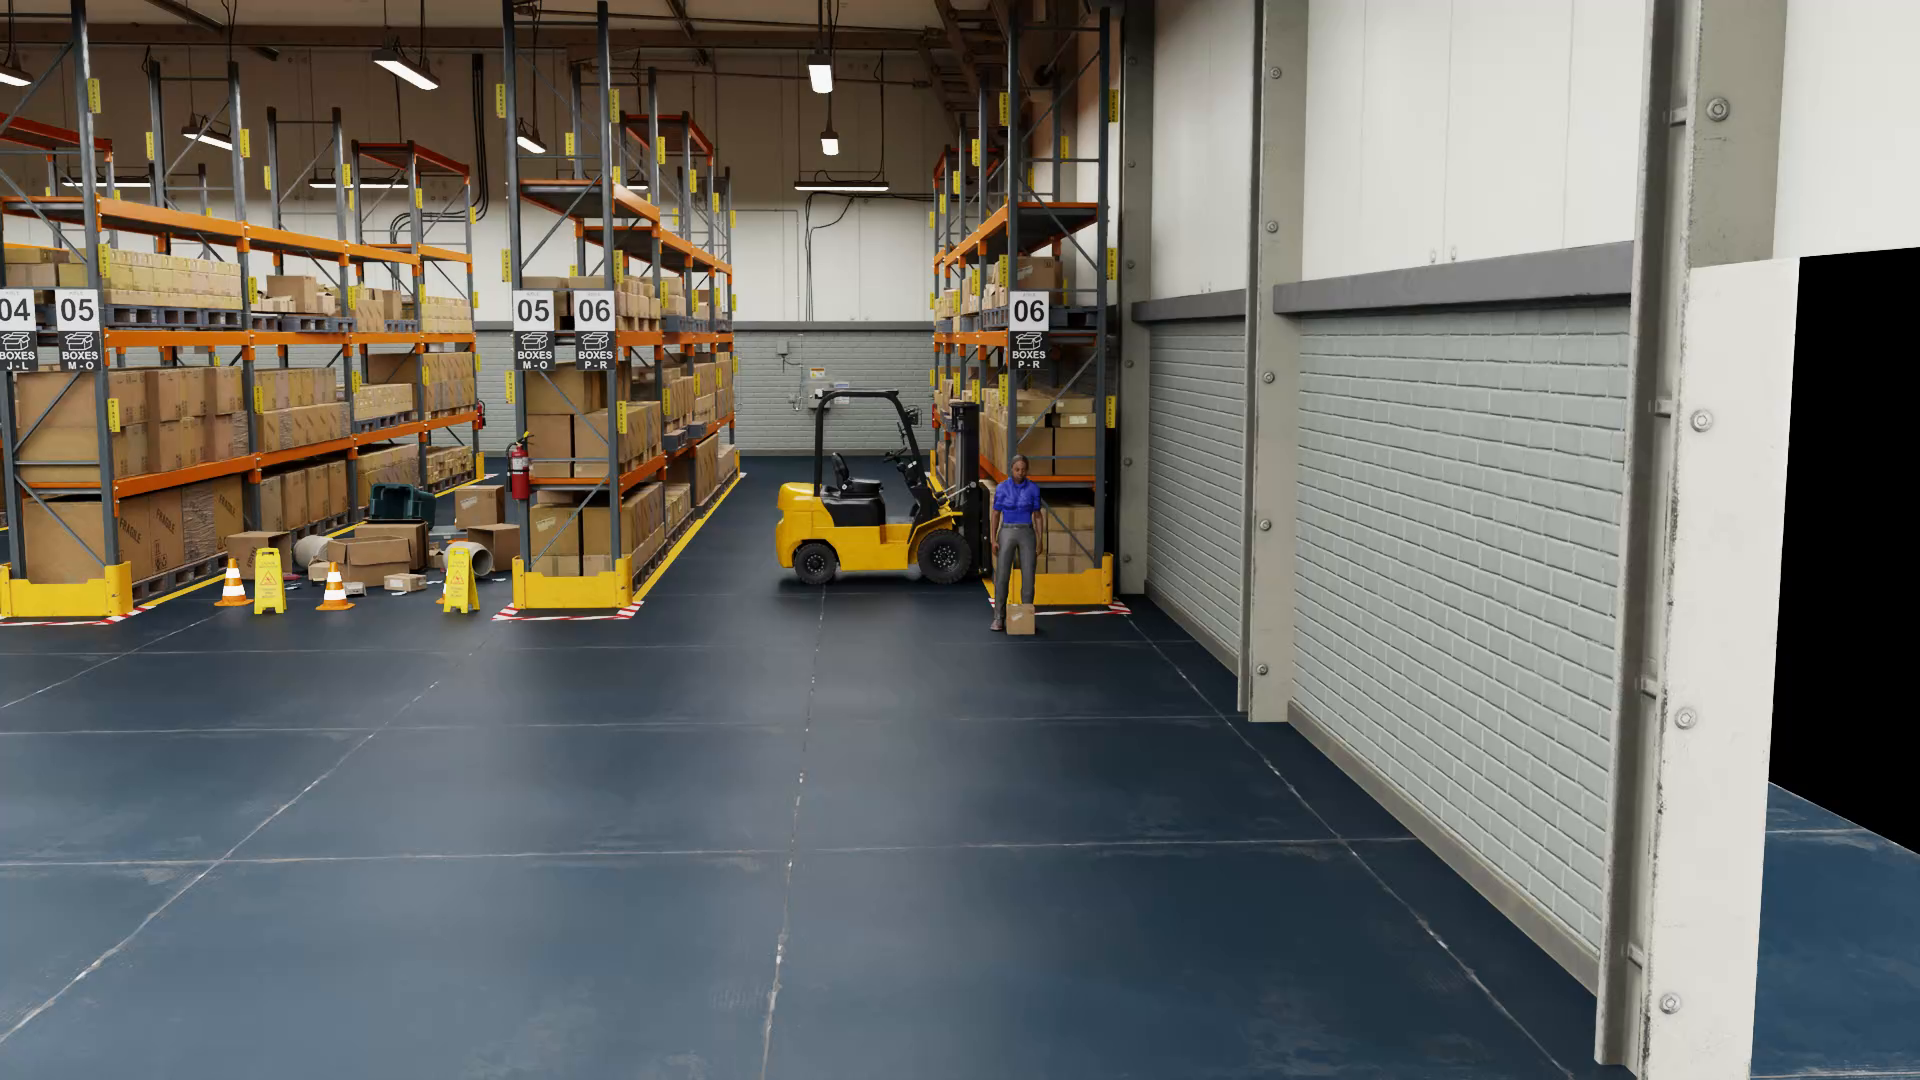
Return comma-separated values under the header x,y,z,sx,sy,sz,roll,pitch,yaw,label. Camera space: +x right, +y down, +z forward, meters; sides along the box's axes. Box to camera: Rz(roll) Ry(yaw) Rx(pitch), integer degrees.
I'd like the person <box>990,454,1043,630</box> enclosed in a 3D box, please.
x,y,z,sx,sy,sz,roll,pitch,yaw,label
0.533,0.012,15.667,0.506,1.655,0.346,0,7,-3,person
